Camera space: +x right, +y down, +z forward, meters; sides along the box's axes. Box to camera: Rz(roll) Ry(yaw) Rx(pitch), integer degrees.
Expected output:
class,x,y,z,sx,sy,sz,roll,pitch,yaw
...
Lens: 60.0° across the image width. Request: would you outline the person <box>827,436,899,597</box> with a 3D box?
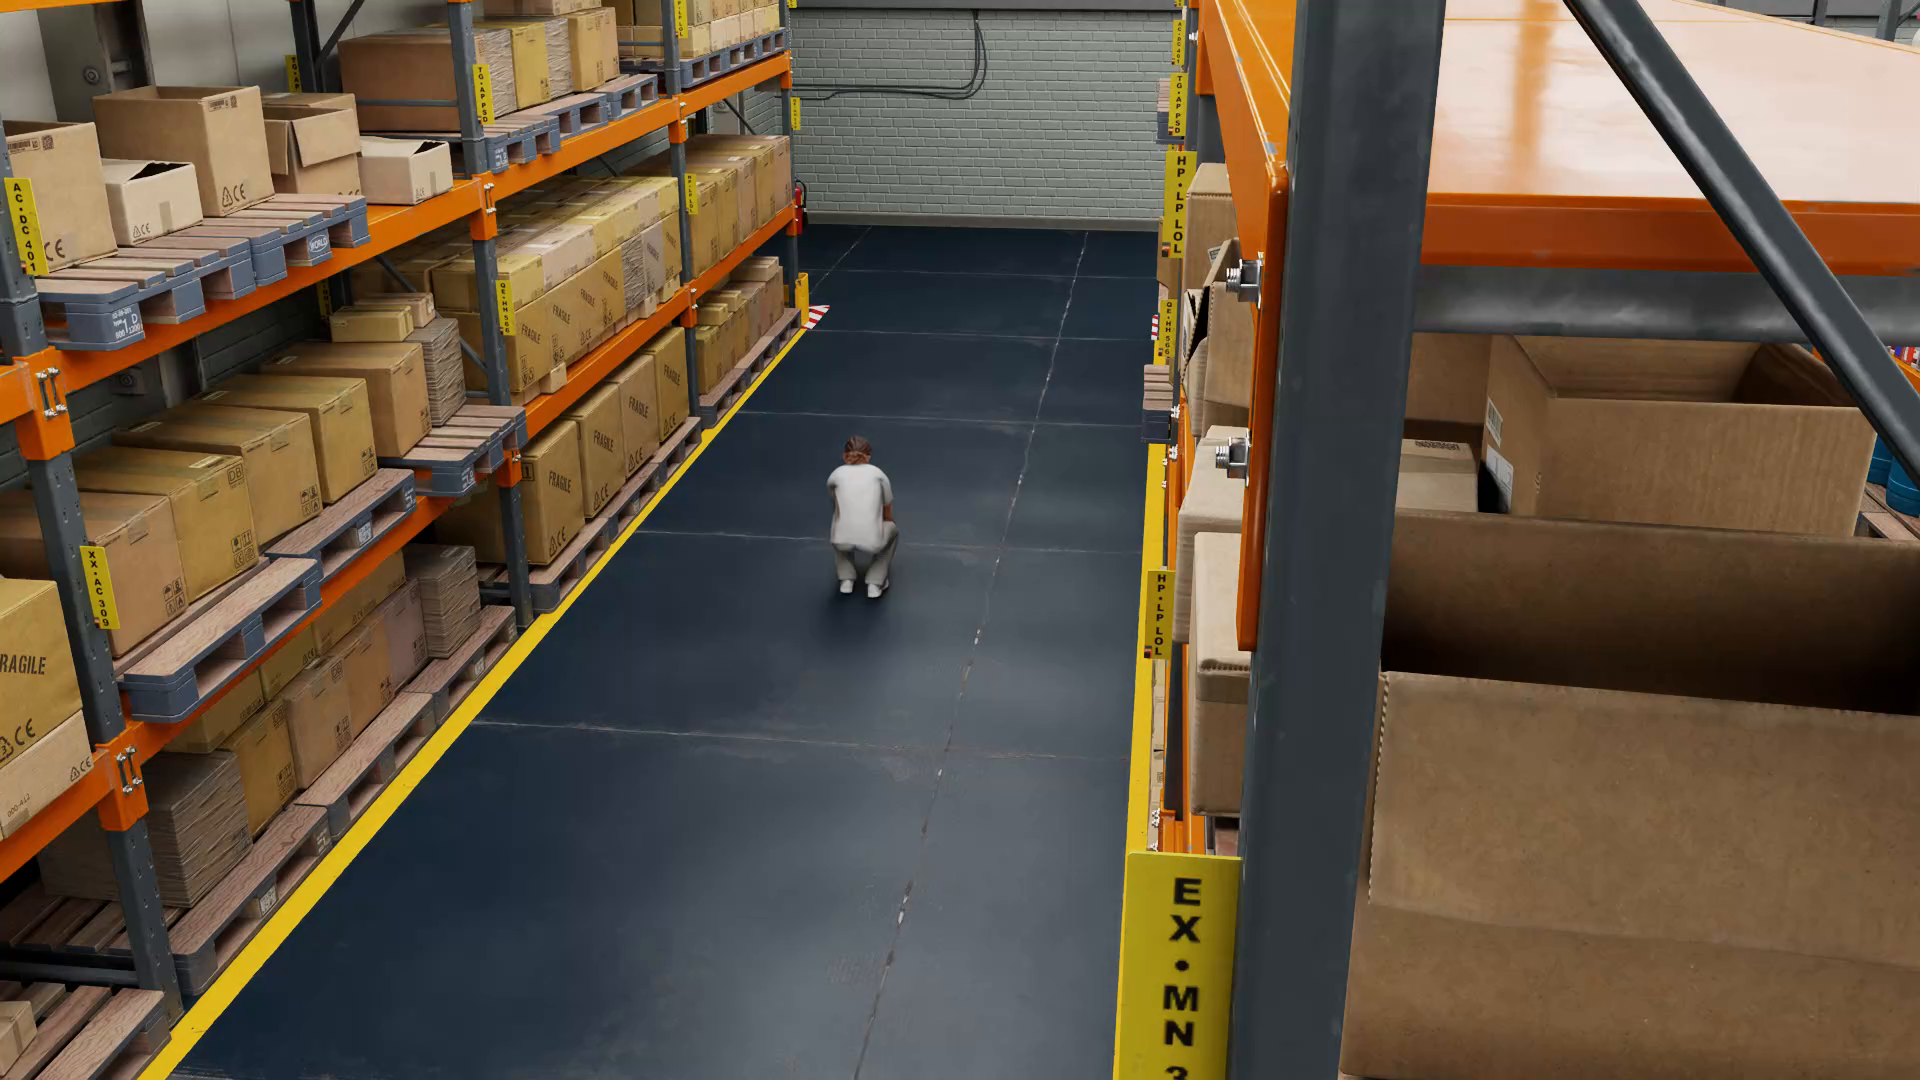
class,x,y,z,sx,sy,sz,roll,pitch,yaw
person,-0.654,-0.161,11.003,0.468,0.958,0.798,2,21,5
